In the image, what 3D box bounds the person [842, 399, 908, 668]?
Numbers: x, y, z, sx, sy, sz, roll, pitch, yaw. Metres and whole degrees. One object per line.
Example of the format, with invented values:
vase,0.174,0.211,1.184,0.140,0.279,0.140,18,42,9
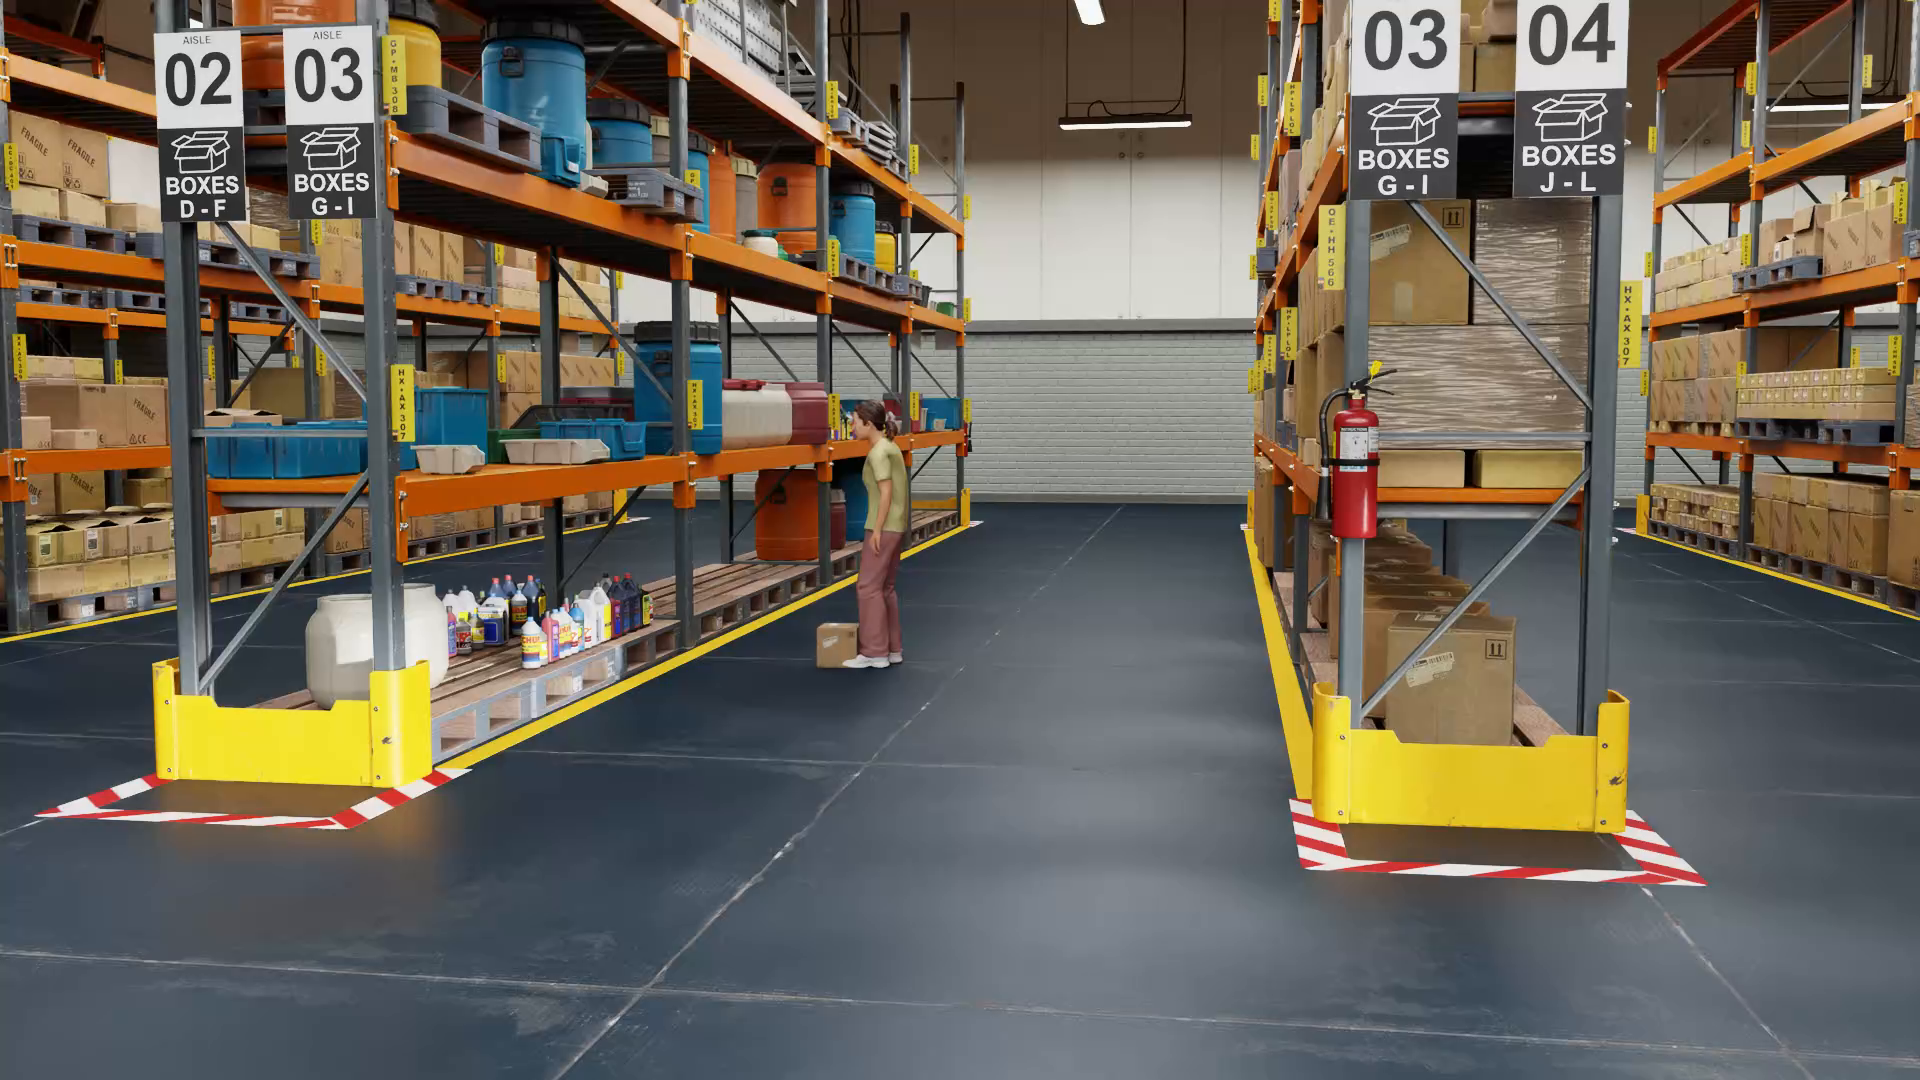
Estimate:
person,-0.533,-0.042,10.398,0.416,1.671,0.506,0,5,6
